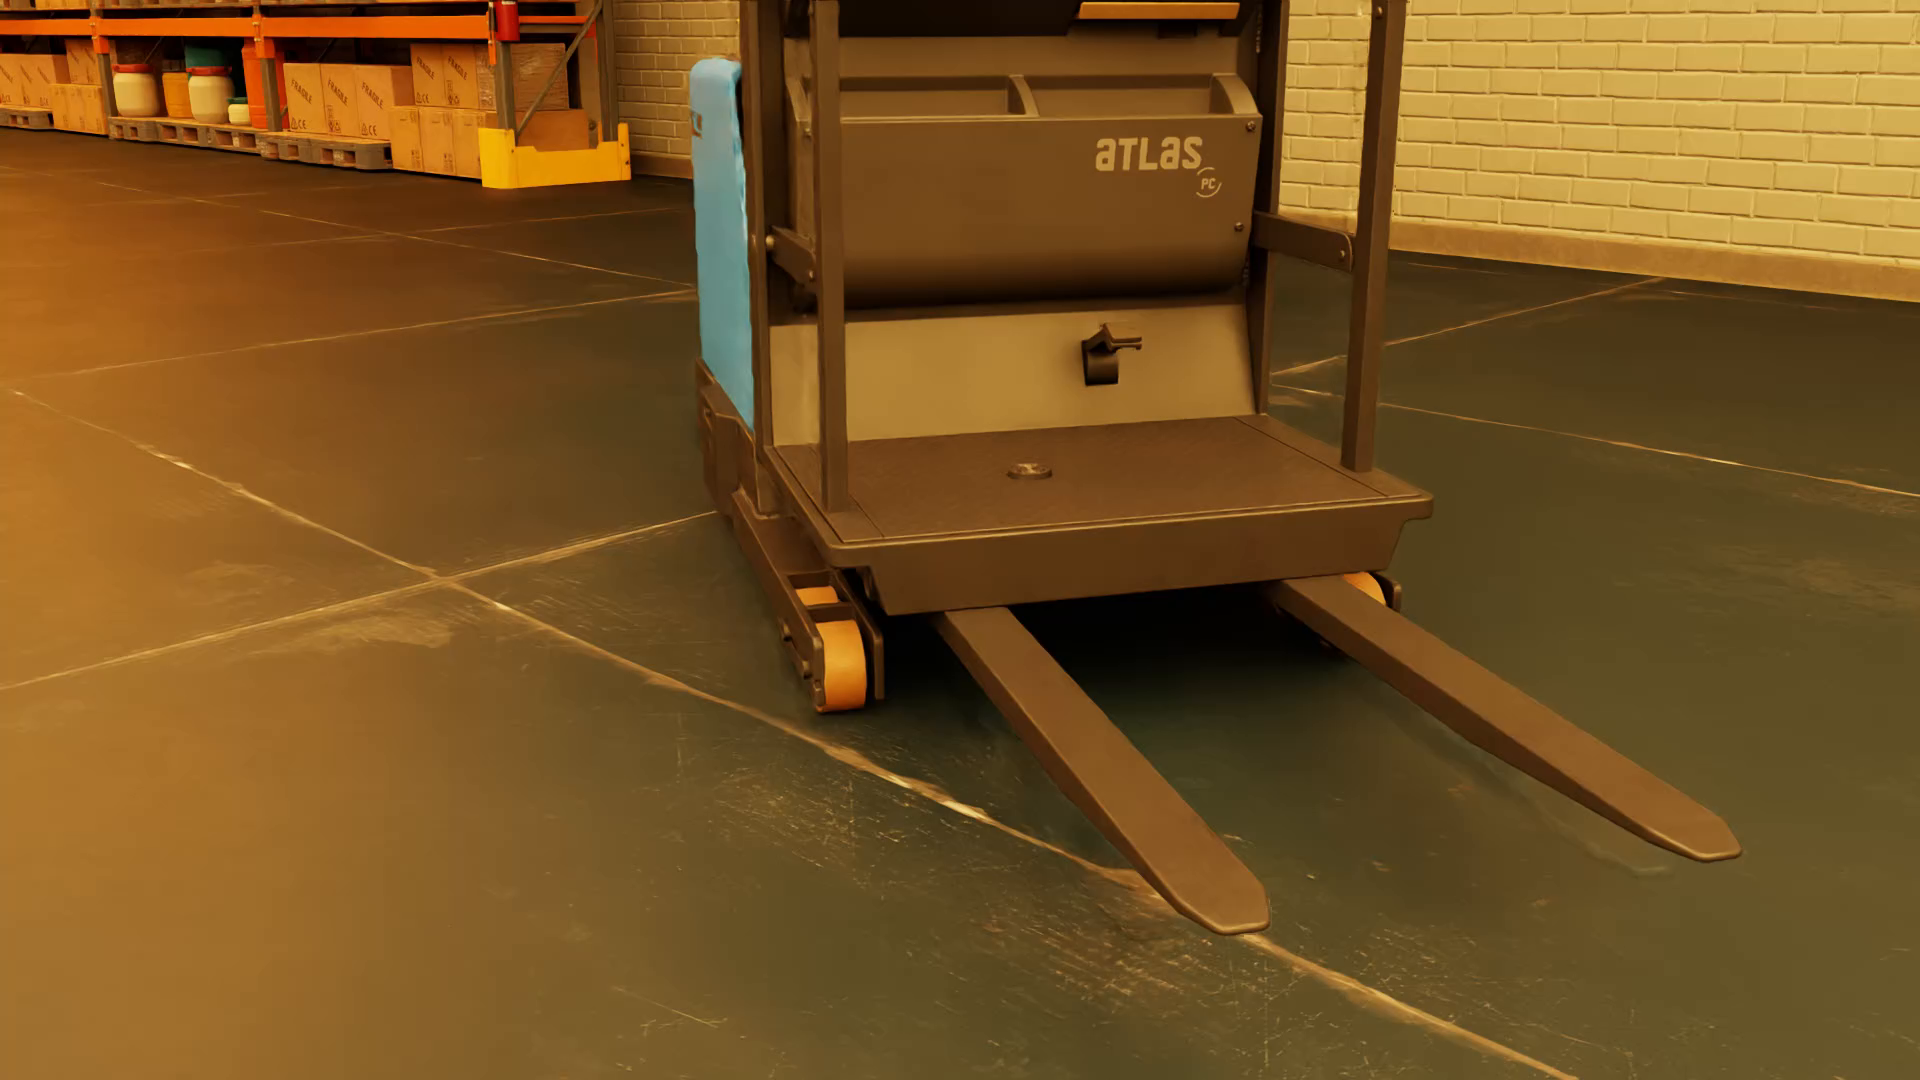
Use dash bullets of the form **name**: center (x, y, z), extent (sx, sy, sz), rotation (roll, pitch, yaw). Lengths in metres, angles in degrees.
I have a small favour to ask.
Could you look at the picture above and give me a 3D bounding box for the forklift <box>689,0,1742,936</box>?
- **forklift**: center (0.189, -1.224, 2.890), extent (1.130, 2.935, 3.031), rotation (-5, 18, -15)
